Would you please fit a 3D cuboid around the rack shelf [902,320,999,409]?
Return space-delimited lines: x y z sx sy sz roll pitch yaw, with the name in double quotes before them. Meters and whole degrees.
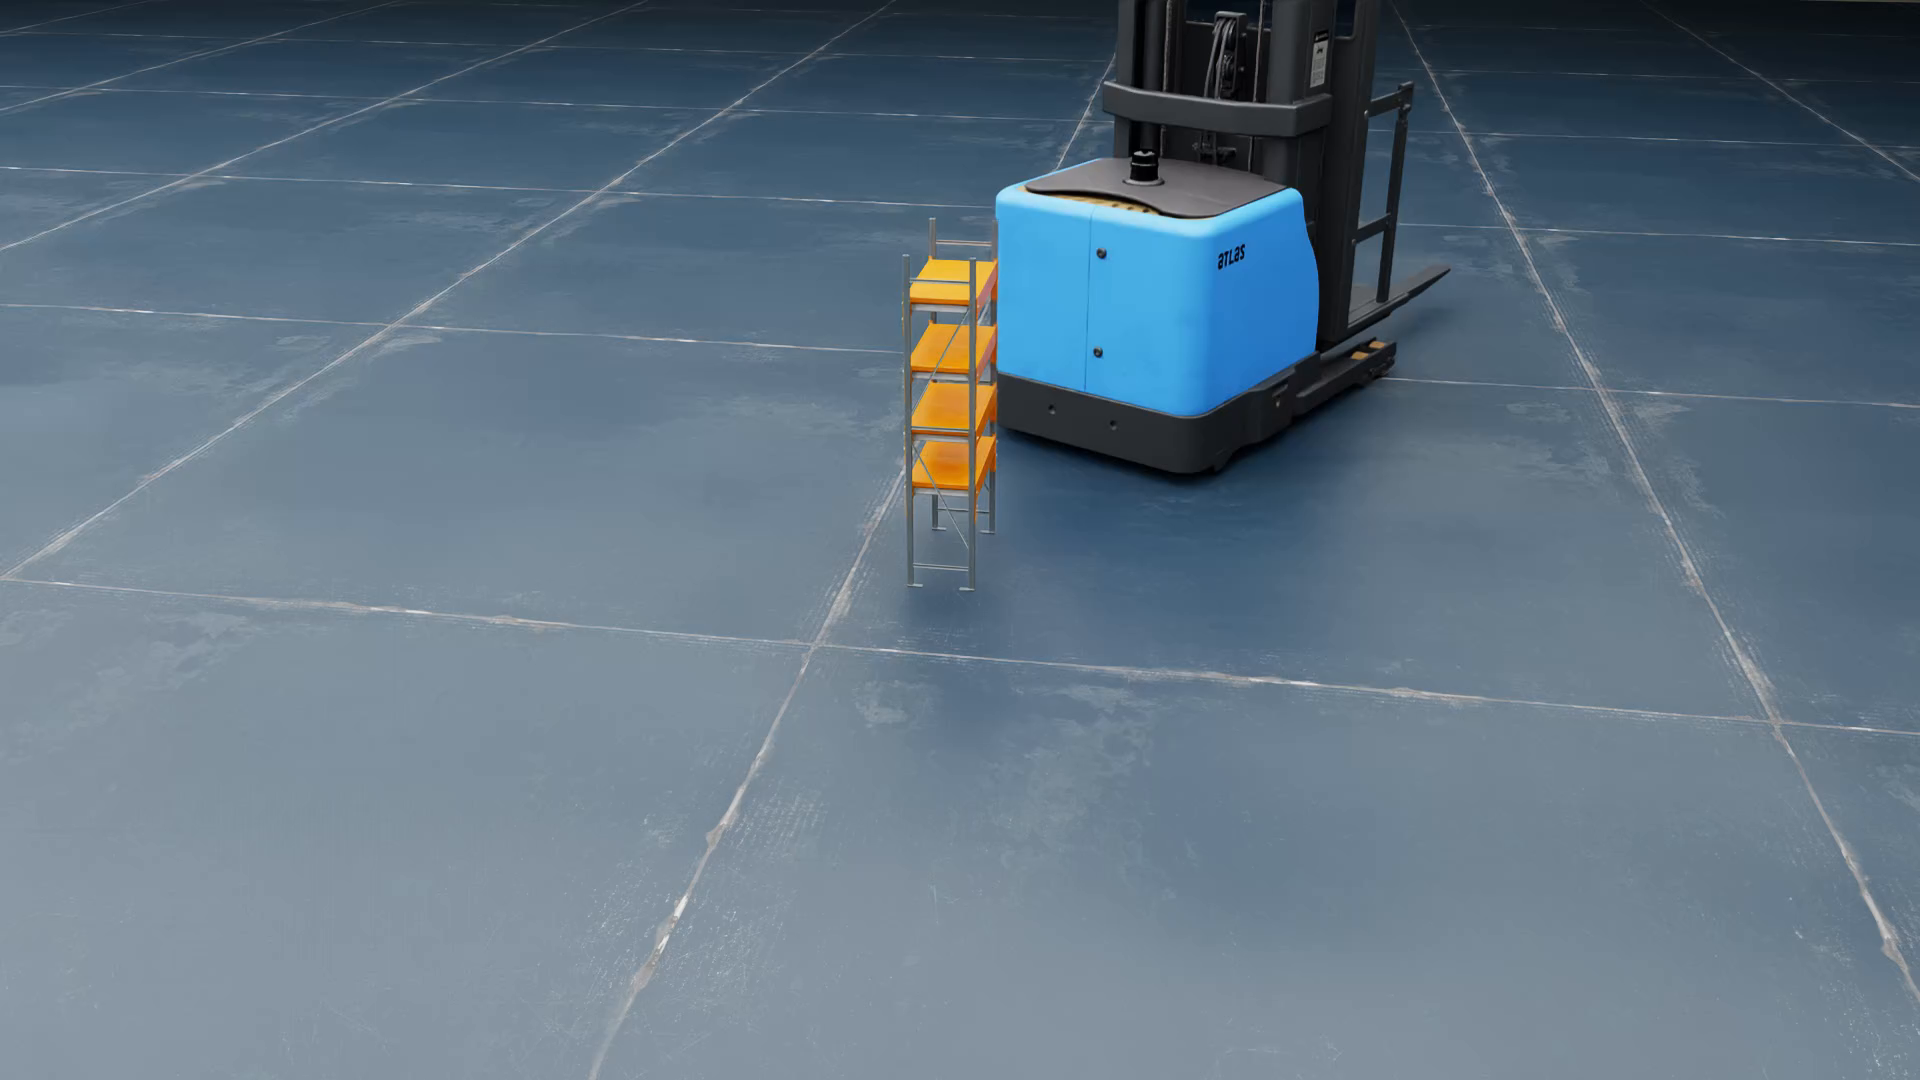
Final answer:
"rack shelf" -0.027 -0.616 5.781 0.258 0.148 0.480 4 25 9

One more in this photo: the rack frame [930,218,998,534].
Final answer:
"rack frame" 0.013 -0.576 6.066 0.240 1.200 0.015 4 25 9

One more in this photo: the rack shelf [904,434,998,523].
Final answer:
"rack shelf" -0.027 -0.233 5.960 0.258 0.148 0.480 4 25 9

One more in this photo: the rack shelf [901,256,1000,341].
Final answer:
"rack shelf" -0.027 -0.830 5.681 0.258 0.148 0.480 4 25 9

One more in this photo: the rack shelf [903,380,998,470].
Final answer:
"rack shelf" -0.027 -0.413 5.876 0.258 0.148 0.480 4 25 9

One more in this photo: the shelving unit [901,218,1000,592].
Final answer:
"shelving unit" -0.027 -0.474 5.848 0.258 1.200 0.503 4 25 9

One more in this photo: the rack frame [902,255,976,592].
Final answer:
"rack frame" -0.067 -0.372 5.630 0.240 1.200 0.015 4 25 9

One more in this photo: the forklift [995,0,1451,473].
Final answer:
"forklift" 1.423 -2.154 7.395 1.130 2.935 3.031 18 30 33
